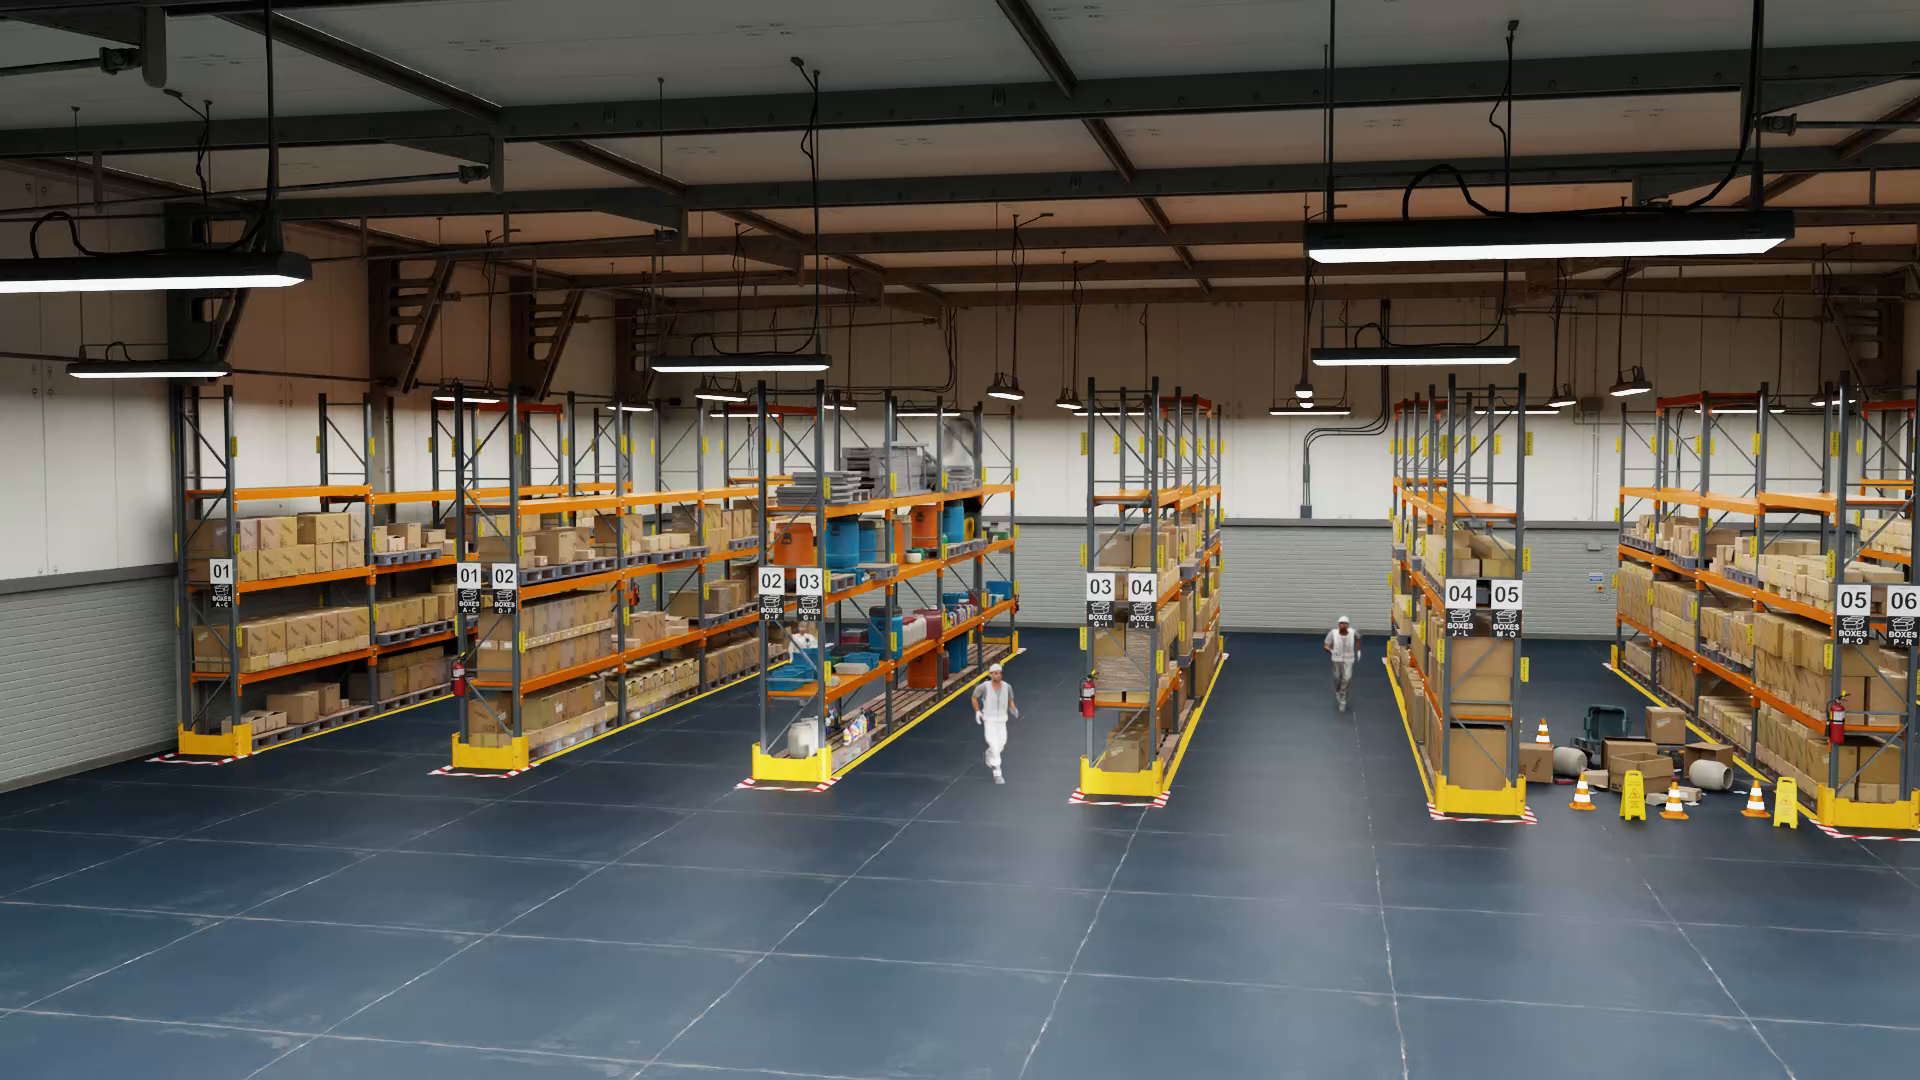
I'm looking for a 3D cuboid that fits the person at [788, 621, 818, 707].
[{"bbox_3d":[-3.037,2.362,32.212,0.616,1.664,0.716,0,3,3],"label":"person"}]

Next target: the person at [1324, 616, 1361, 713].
[{"bbox_3d":[7.301,2.332,31.753,0.710,1.781,1.048,1,3,9],"label":"person"}]

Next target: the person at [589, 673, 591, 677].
[{"bbox_3d":[-7.414,2.477,33.079,0.587,1.394,0.964,1,3,17],"label":"person"}]

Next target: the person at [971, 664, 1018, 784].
[{"bbox_3d":[0.491,2.725,25.029,0.637,1.765,0.908,-1,3,-19],"label":"person"}]
